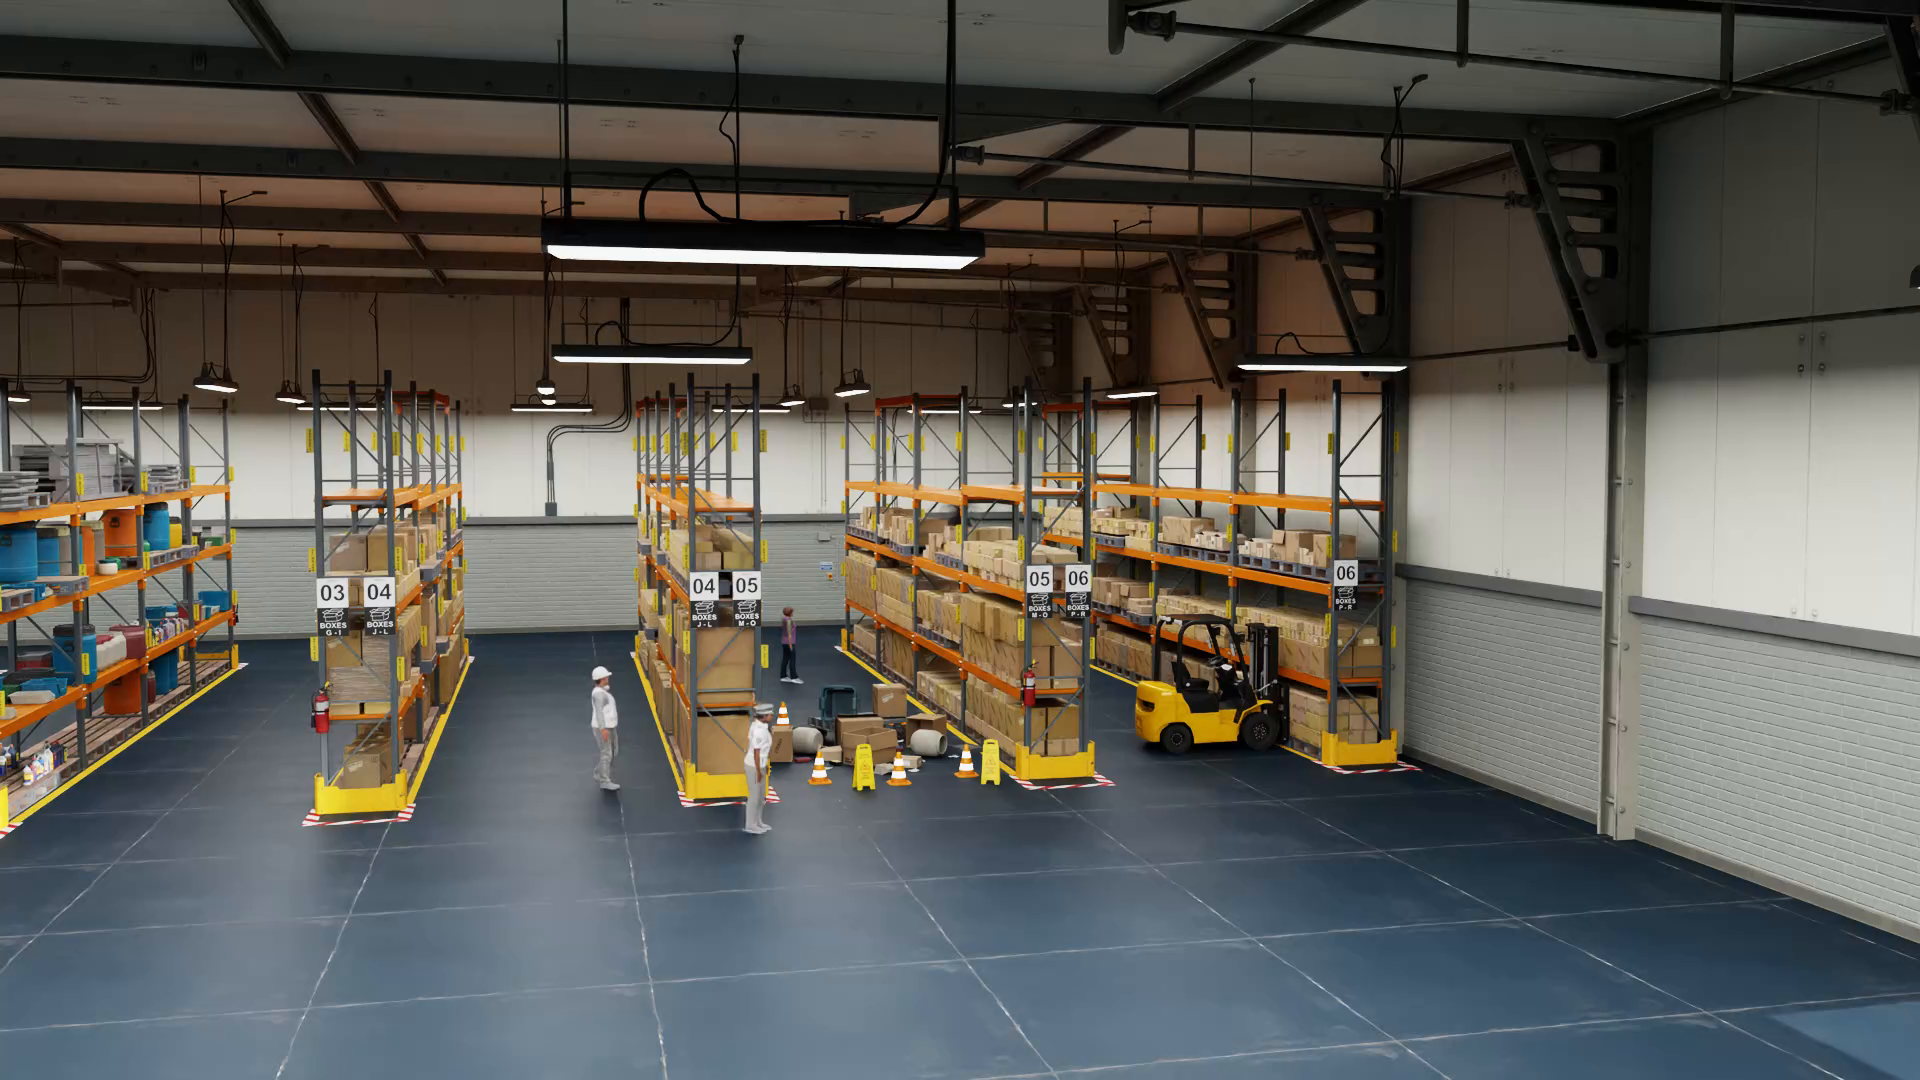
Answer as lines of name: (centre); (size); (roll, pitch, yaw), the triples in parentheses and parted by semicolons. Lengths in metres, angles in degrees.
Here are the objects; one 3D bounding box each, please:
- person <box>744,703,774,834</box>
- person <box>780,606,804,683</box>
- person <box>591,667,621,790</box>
person: (-2.592, 2.939, 21.444); (0.397, 1.672, 0.469); (0, 3, -2)
person: (-3.556, 2.236, 34.891); (0.460, 1.525, 0.443); (-2, 4, -26)
person: (-5.170, 2.730, 24.231); (0.493, 1.785, 0.607); (0, 3, 3)
